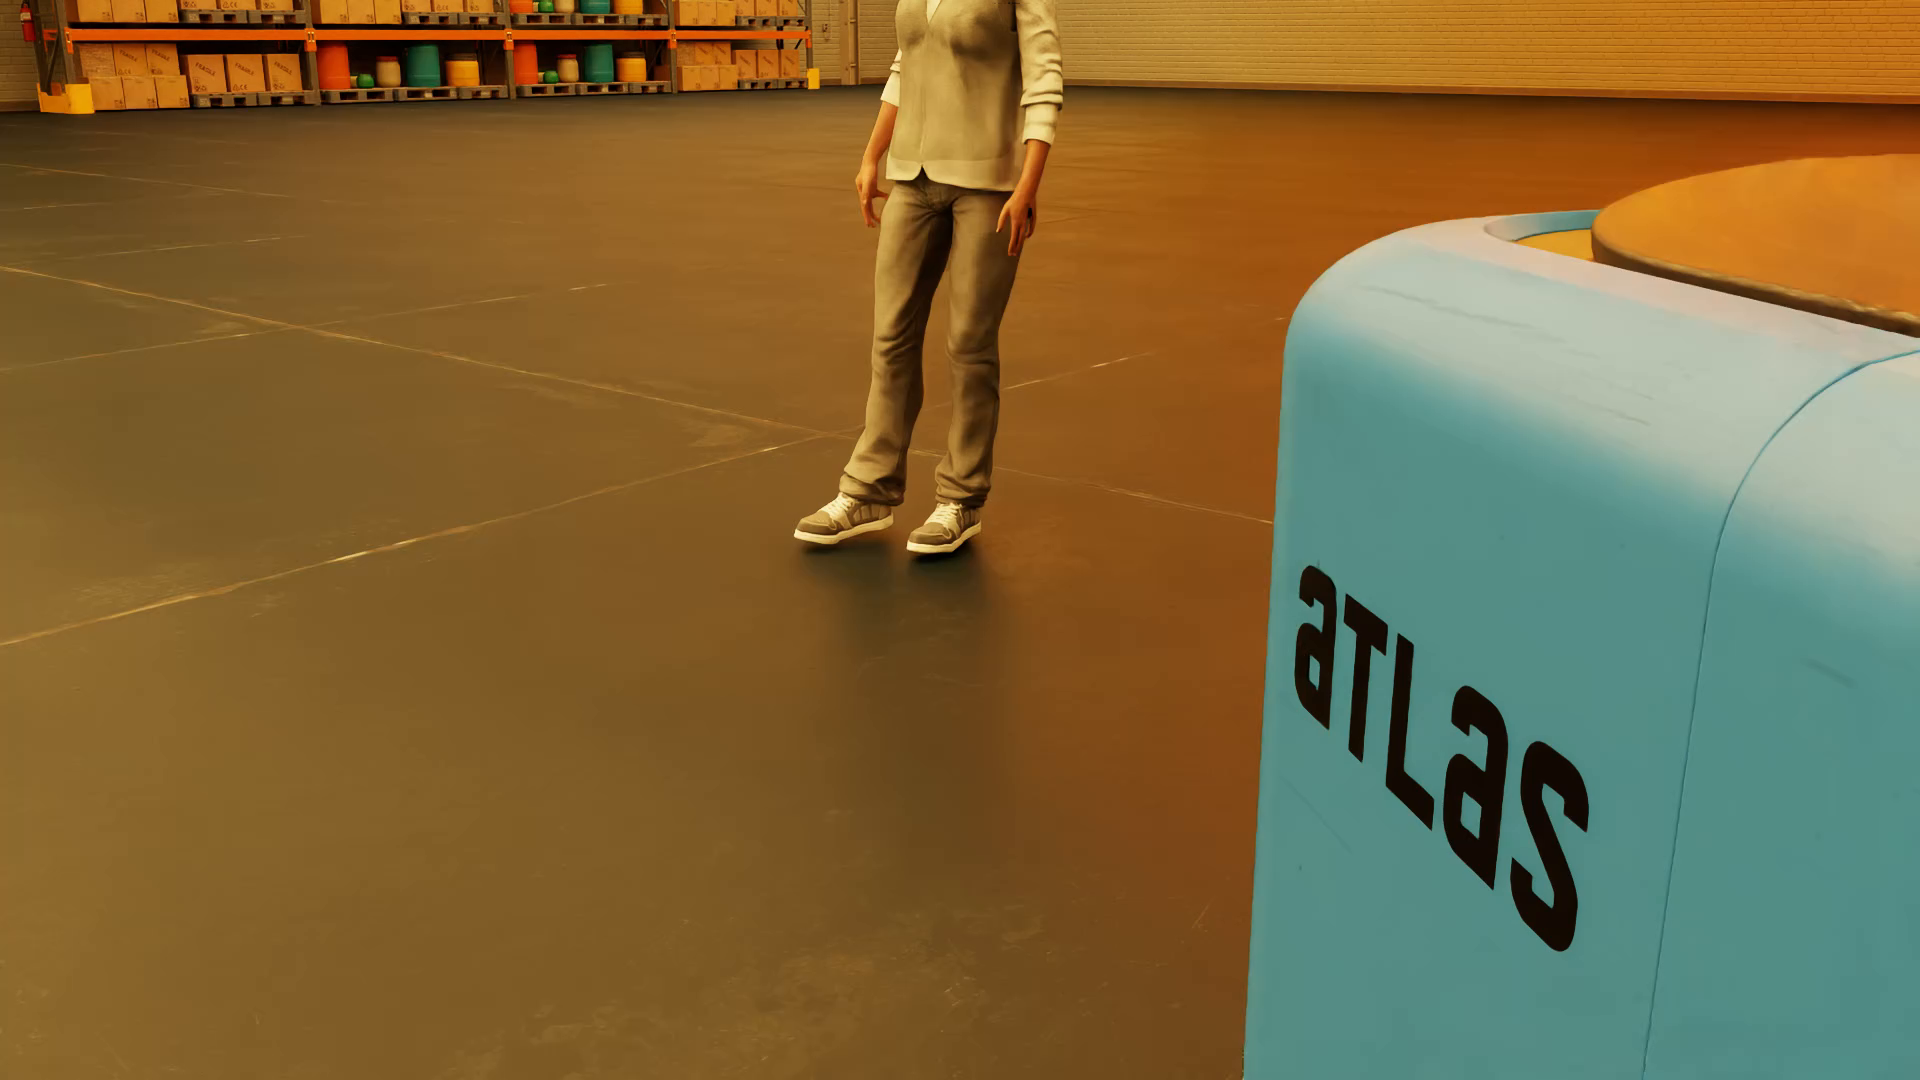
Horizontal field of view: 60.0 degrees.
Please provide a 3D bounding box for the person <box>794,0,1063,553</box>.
[{"bbox_3d":[-0.058,-0.756,3.661,0.521,1.599,0.473,13,21,37],"label":"person"}]
